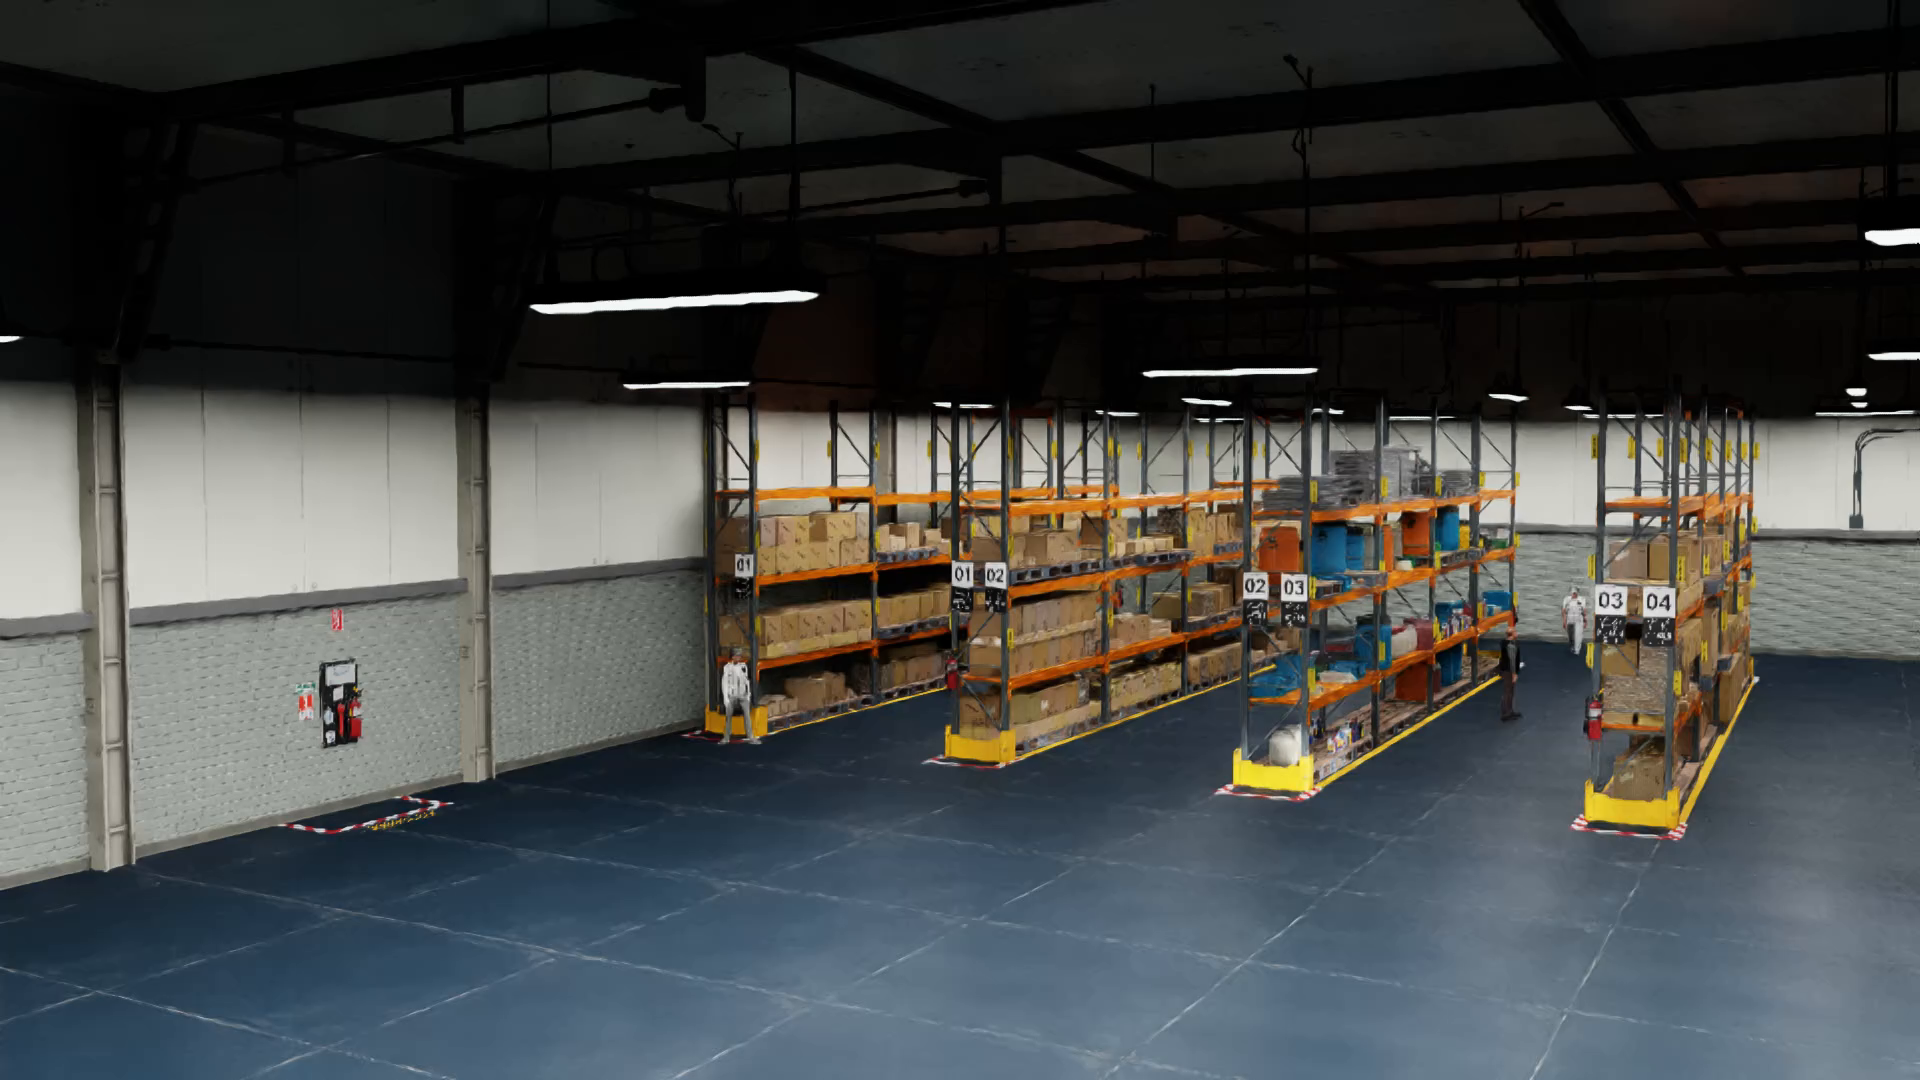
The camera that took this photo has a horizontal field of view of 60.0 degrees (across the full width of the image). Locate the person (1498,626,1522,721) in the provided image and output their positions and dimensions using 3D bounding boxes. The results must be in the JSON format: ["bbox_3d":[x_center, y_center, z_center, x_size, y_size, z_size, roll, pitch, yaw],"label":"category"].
[{"bbox_3d":[10.226,2.459,30.799,0.463,1.731,0.598,0,3,4],"label":"person"}]

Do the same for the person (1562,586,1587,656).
[{"bbox_3d":[14.989,1.956,40.610,0.542,1.672,1.126,2,4,31],"label":"person"}]

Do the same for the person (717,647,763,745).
[{"bbox_3d":[-3.746,2.634,28.156,0.685,1.672,0.549,-1,3,-25],"label":"person"}]
